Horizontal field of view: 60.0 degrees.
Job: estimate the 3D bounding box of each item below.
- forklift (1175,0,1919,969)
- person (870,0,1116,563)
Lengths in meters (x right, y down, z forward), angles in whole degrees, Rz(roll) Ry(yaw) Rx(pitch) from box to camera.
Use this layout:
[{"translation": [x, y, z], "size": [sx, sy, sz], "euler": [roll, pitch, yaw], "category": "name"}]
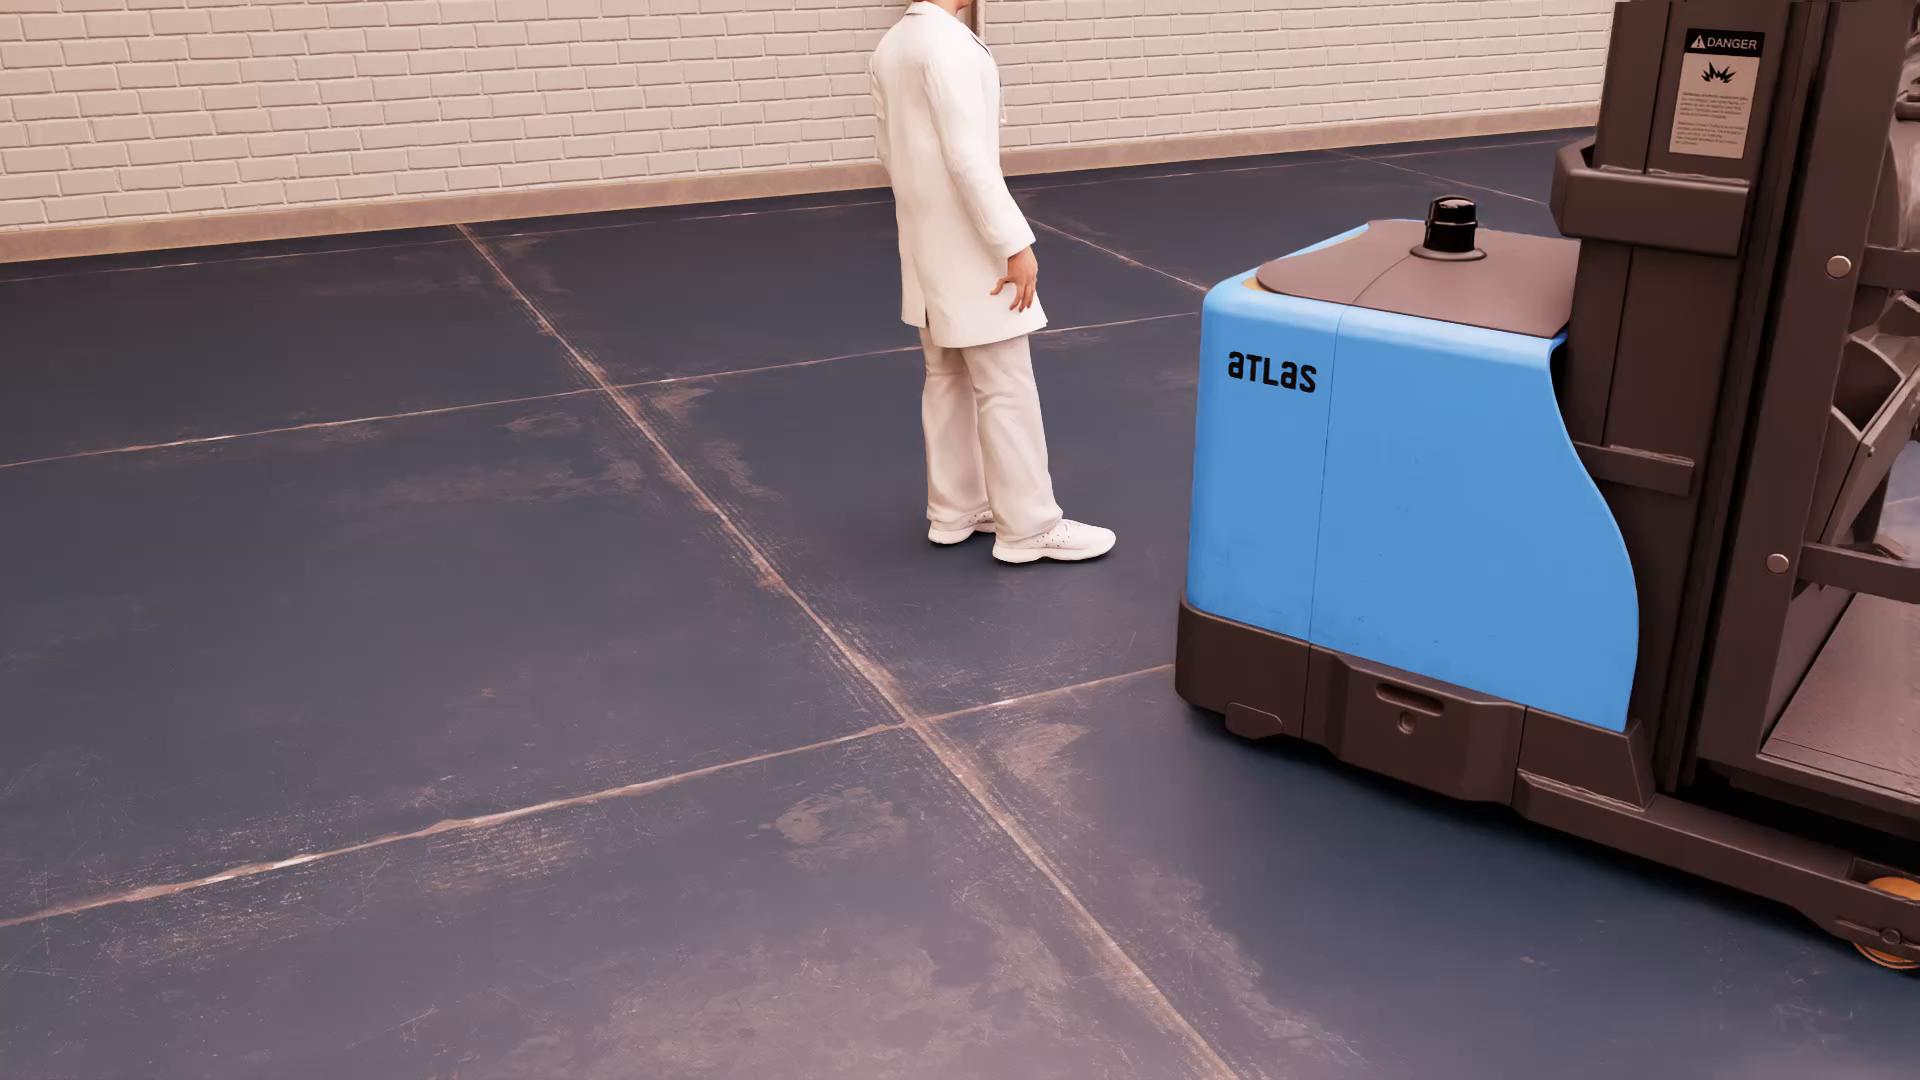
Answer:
[{"translation": [2.006, -0.729, 3.040], "size": [3.031, 2.935, 1.130], "euler": [16, 27, 34], "category": "forklift"}, {"translation": [0.084, -0.841, 4.794], "size": [0.581, 1.776, 0.694], "euler": [-10, 25, -23], "category": "person"}]
